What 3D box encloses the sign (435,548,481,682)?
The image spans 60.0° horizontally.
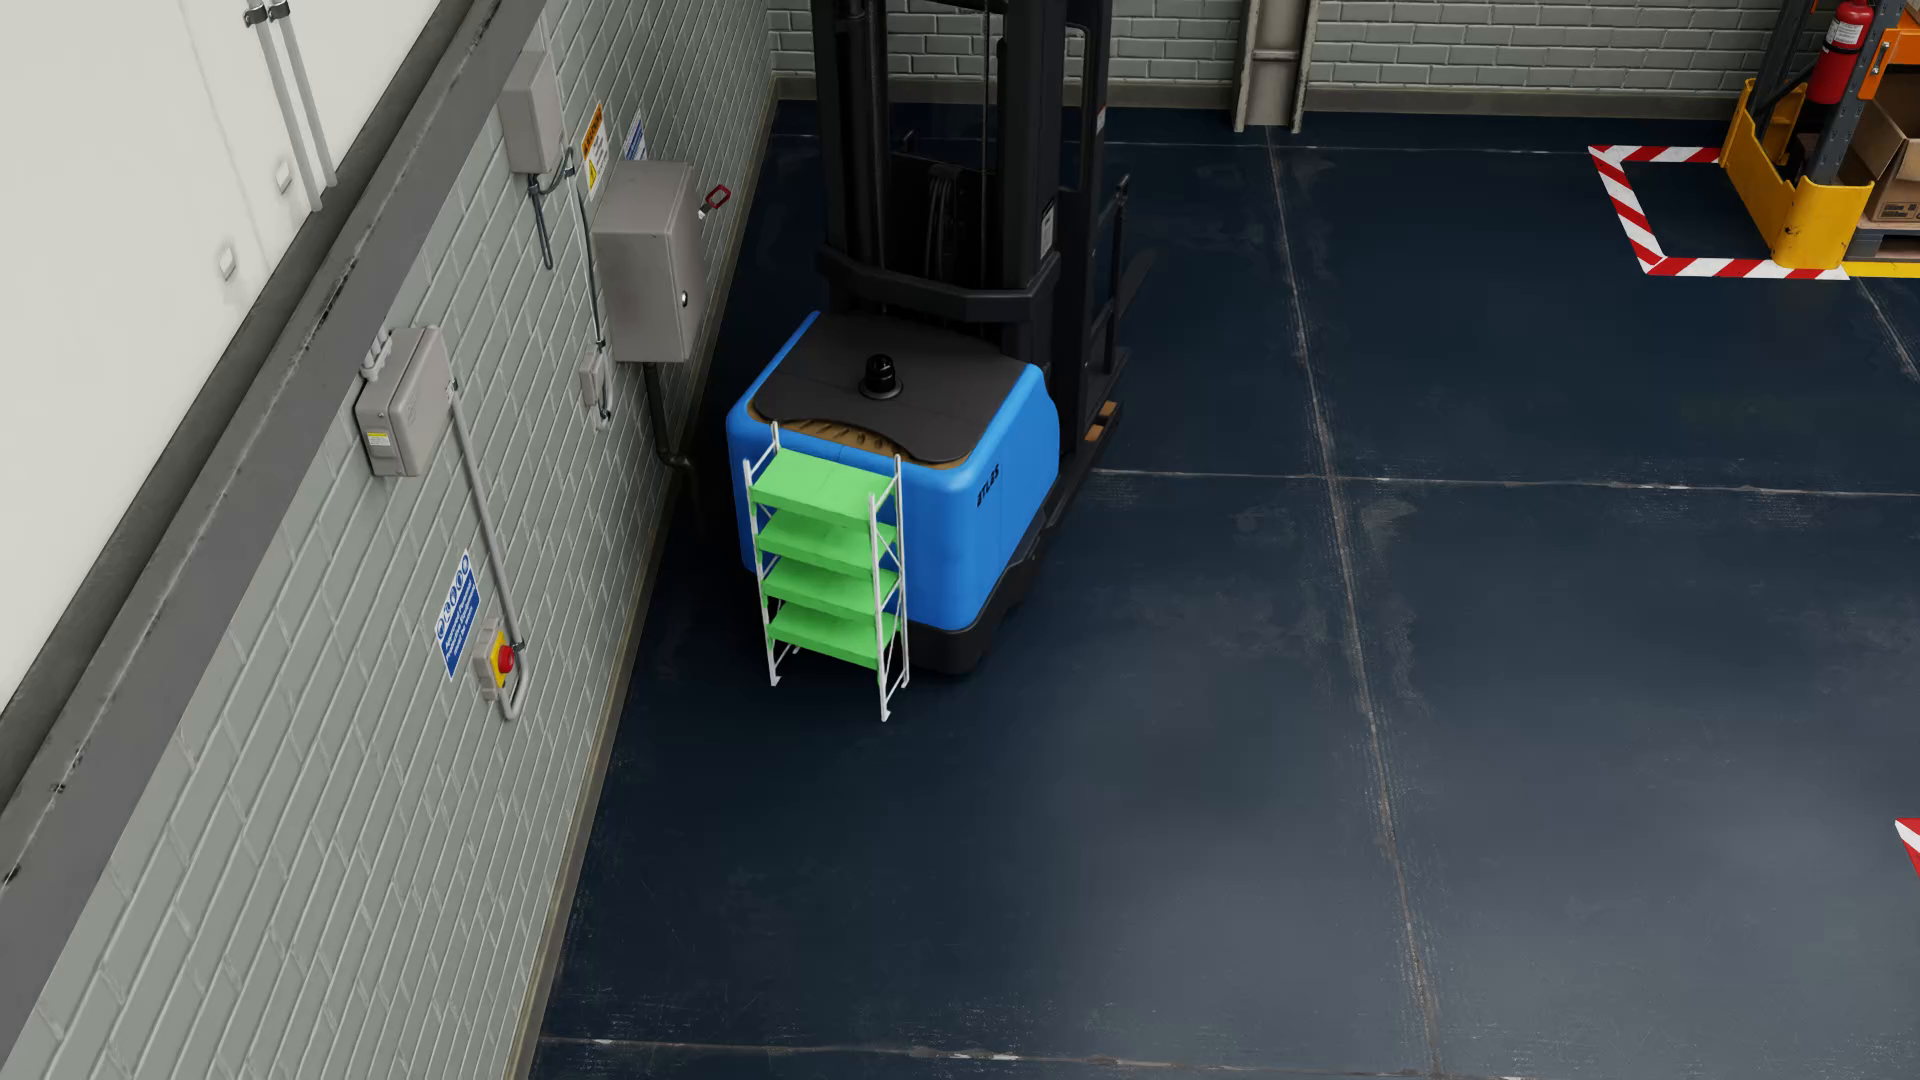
[{"bbox_3d":[-1.421,0.210,4.711,0.001,0.218,0.327,2,43,2],"label":"sign"}]

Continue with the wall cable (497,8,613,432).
[{"bbox_3d":[-1.305,-1.060,5.528,0.122,1.984,0.588,2,43,2],"label":"wall cable"}]

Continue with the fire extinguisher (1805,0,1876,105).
[{"bbox_3d":[4.329,-2.470,8.117,0.183,0.674,0.296,2,43,2],"label":"fire extinguisher"}]

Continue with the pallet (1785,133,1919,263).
[{"bbox_3d":[5.369,-1.899,9.219,1.213,0.211,1.003,2,43,2],"label":"pallet"}]

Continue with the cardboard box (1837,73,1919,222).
[{"bbox_3d":[5.103,-2.102,8.915,0.637,0.503,0.797,0,43,0],"label":"cardboard box"}]

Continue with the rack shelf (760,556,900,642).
[{"bbox_3d":[-0.486,0.190,6.342,0.480,0.148,0.258,16,46,16],"label":"rack shelf"}]

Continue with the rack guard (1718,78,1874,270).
[{"bbox_3d":[4.572,-2.028,9.146,0.348,0.500,1.175,2,43,2],"label":"rack guard"}]

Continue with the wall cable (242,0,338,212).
[{"bbox_3d":[-1.418,-1.743,2.605,0.029,3.000,0.463,2,43,2],"label":"wall cable"}]

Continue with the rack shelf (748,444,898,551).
[{"bbox_3d":[-0.489,-0.157,6.010,0.480,0.148,0.258,16,46,16],"label":"rack shelf"}]

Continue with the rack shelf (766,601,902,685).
[{"bbox_3d":[-0.484,0.363,6.508,0.480,0.148,0.258,16,46,16],"label":"rack shelf"}]

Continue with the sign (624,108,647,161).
[{"bbox_3d":[-1.302,-1.456,6.768,0.001,0.494,0.329,2,43,2],"label":"sign"}]

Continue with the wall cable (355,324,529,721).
[{"bbox_3d":[-1.357,-0.106,4.480,0.123,1.953,0.585,2,43,2],"label":"wall cable"}]

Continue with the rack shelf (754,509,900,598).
[{"bbox_3d":[-0.487,0.017,6.176,0.480,0.148,0.258,16,46,16],"label":"rack shelf"}]

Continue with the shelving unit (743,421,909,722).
[{"bbox_3d":[-0.486,0.144,6.298,0.503,1.200,0.258,16,46,16],"label":"shelving unit"}]

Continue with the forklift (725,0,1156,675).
[{"bbox_3d":[0.126,-1.548,6.847,1.130,2.935,3.031,16,45,16],"label":"forklift"}]

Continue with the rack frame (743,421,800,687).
[{"bbox_3d":[-0.712,0.080,6.366,0.015,1.200,0.240,16,46,16],"label":"rack frame"}]

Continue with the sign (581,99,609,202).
[{"bbox_3d":[-1.326,-1.419,6.052,0.001,0.242,0.339,2,43,2],"label":"sign"}]

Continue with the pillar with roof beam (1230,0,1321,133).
[{"bbox_3d":[1.650,-2.905,3.852,0.400,9.000,9.100,2,43,2],"label":"pillar with roof beam"}]

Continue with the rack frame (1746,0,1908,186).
[{"bbox_3d":[4.497,-2.945,8.296,0.127,3.000,1.000,2,43,2],"label":"rack frame"}]

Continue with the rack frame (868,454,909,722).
[{"bbox_3d":[-0.261,0.207,6.229,0.015,1.200,0.240,16,46,16],"label":"rack frame"}]

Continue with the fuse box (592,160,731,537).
[{"bbox_3d":[-1.117,-0.677,6.807,0.414,1.711,0.539,2,43,2],"label":"fuse box"}]

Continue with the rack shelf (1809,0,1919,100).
[{"bbox_3d":[6.494,-2.621,8.476,4.000,0.370,1.077,2,43,2],"label":"rack shelf"}]
